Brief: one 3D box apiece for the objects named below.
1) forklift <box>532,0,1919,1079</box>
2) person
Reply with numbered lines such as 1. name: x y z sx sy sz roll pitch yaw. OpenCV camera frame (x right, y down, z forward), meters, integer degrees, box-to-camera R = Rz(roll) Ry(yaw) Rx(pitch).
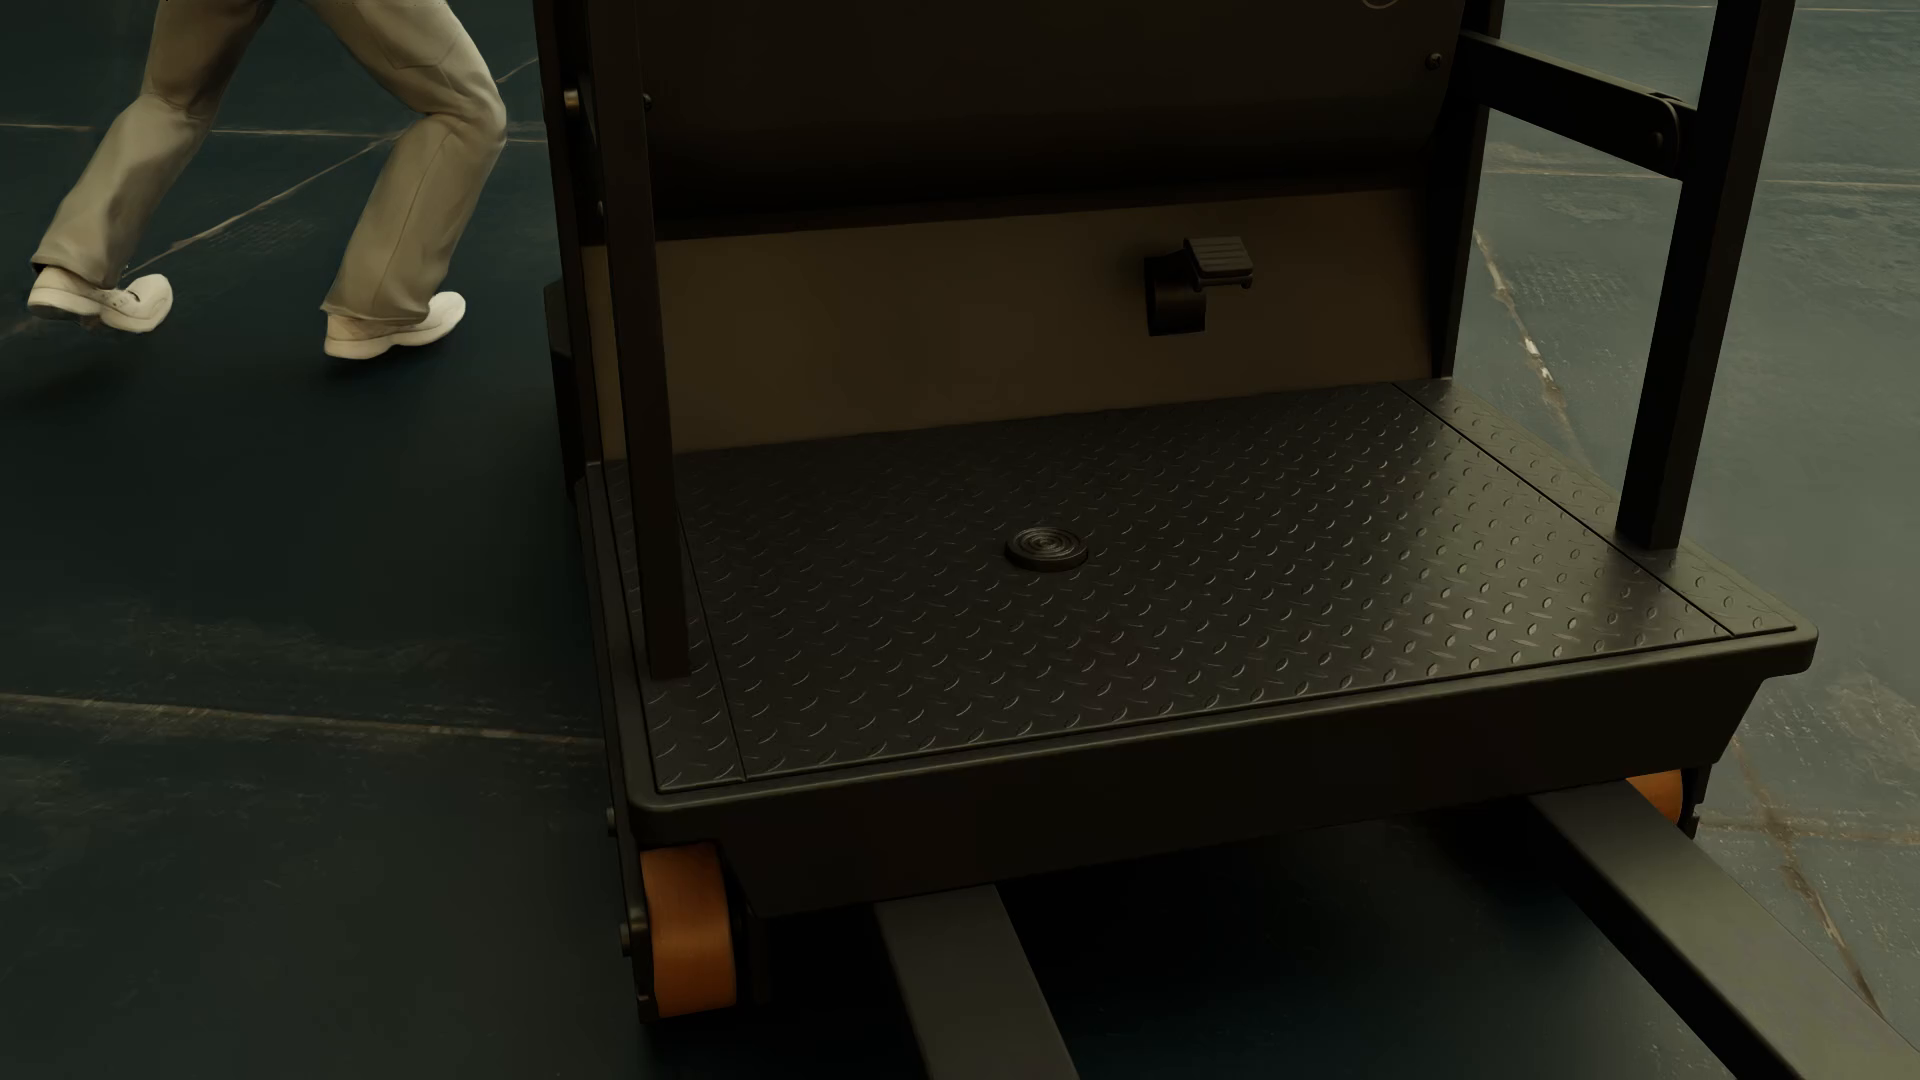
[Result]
1. forklift: 0.153 -1.049 1.319 1.130 2.935 3.031 -7 27 -13
2. person: -1.144 -1.018 2.896 0.987 1.430 0.719 7 27 13
